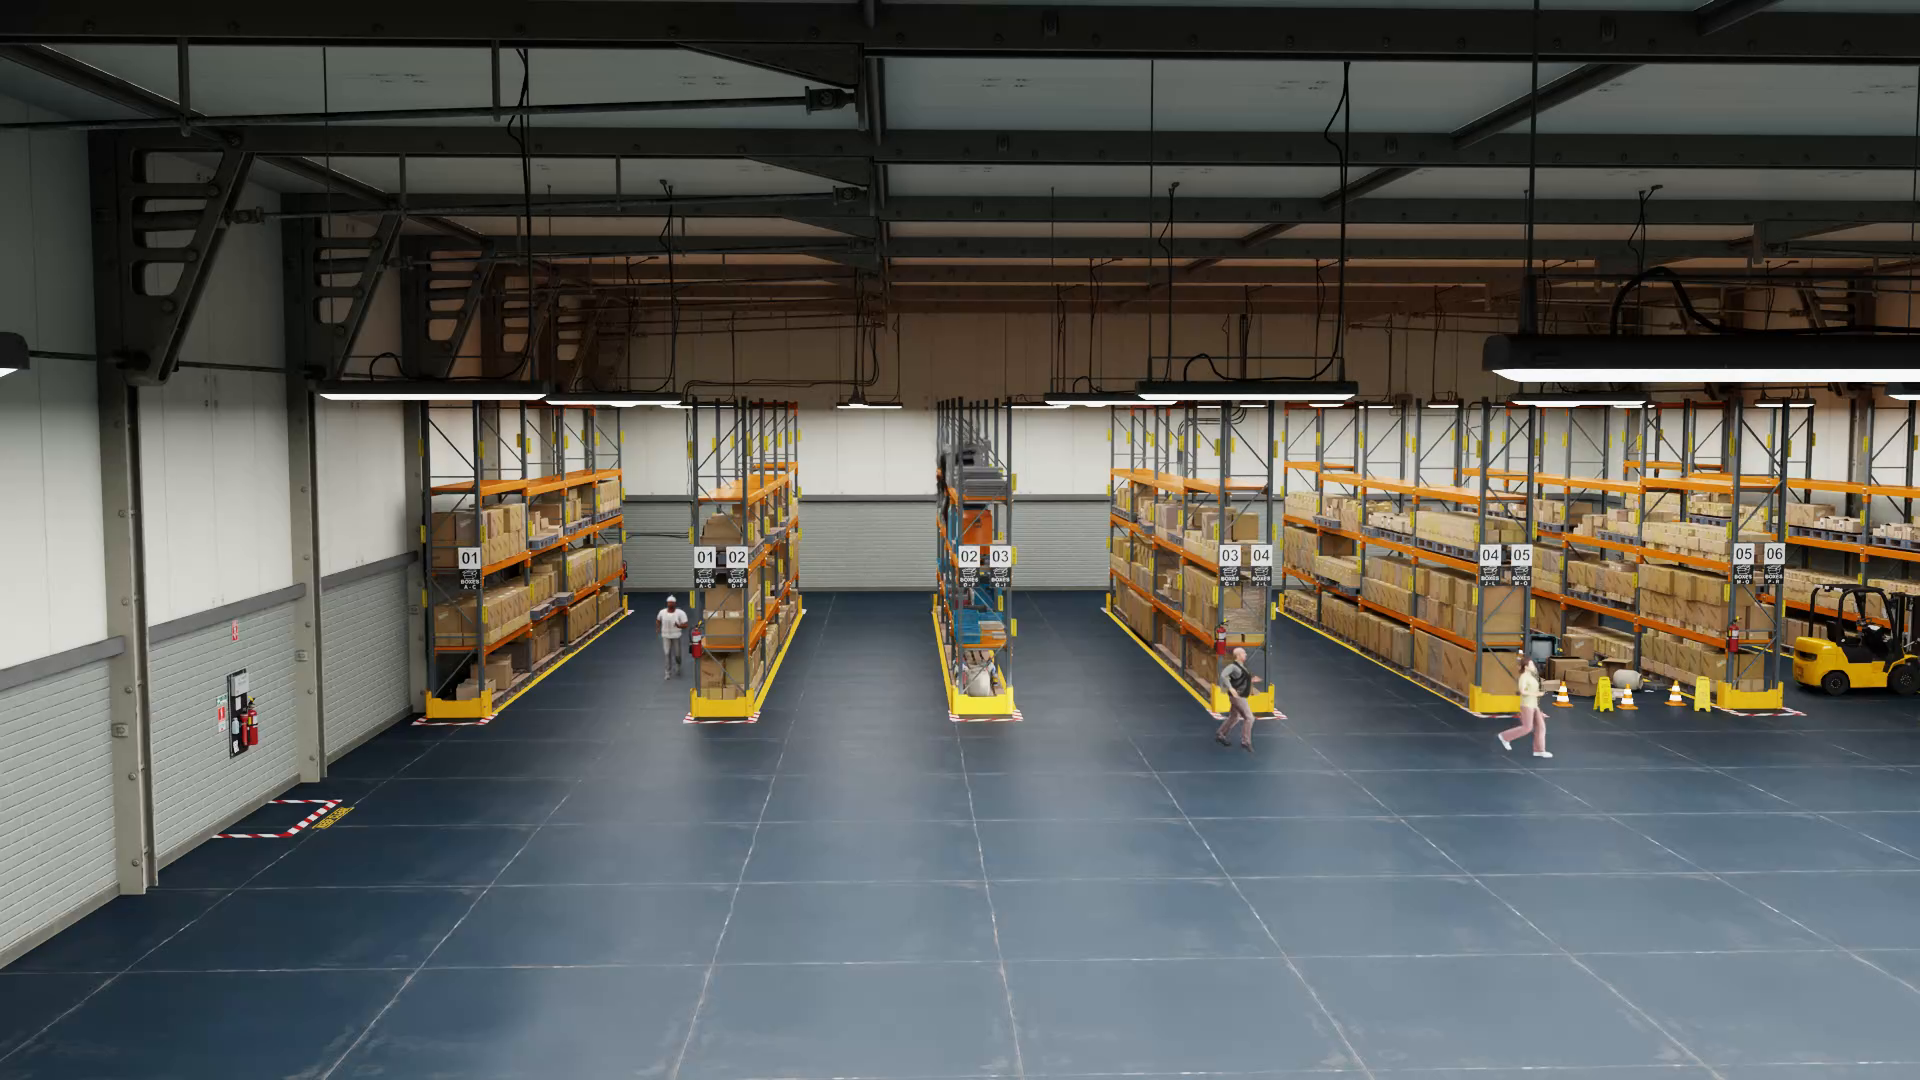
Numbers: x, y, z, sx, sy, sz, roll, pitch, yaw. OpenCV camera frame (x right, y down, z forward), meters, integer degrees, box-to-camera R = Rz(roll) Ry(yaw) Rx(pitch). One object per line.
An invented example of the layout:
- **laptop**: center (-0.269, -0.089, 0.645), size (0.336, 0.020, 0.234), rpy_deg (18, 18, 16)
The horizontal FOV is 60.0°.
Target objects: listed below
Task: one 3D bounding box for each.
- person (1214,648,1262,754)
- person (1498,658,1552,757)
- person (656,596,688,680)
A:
- **person**: center (4.685, 2.702, 28.059), size (0.794, 1.785, 0.641), rpy_deg (1, 5, 19)
- **person**: center (9.410, 2.766, 27.610), size (0.867, 1.640, 0.589), rpy_deg (3, 5, 33)
- **person**: center (-6.189, 2.076, 35.681), size (0.710, 1.747, 0.968), rpy_deg (0, 4, -2)
